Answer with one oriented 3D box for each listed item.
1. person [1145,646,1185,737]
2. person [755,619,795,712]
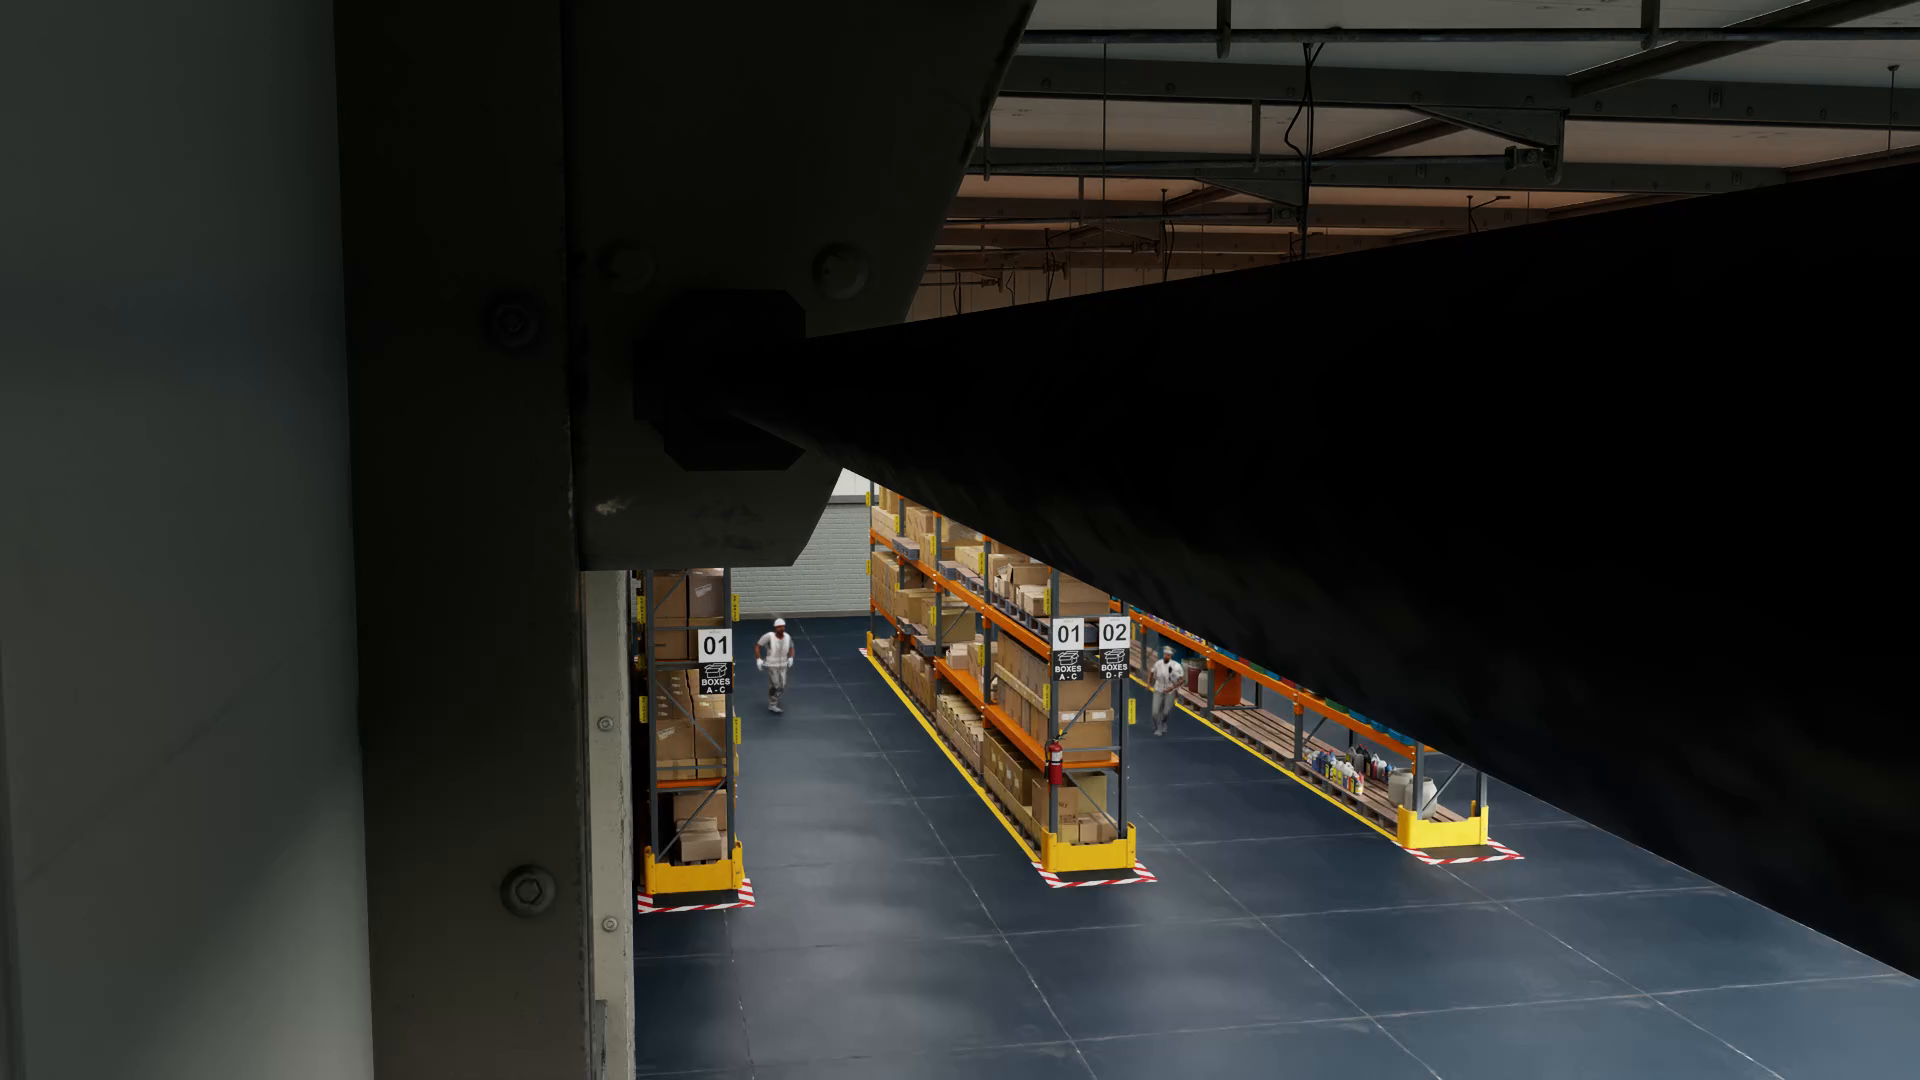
[{"bbox_3d":[3.522,2.587,28.490,0.654,1.607,0.514,2,6,15],"label":"person"},{"bbox_3d":[-3.364,2.298,30.411,0.755,1.735,0.555,-3,7,-29],"label":"person"}]
